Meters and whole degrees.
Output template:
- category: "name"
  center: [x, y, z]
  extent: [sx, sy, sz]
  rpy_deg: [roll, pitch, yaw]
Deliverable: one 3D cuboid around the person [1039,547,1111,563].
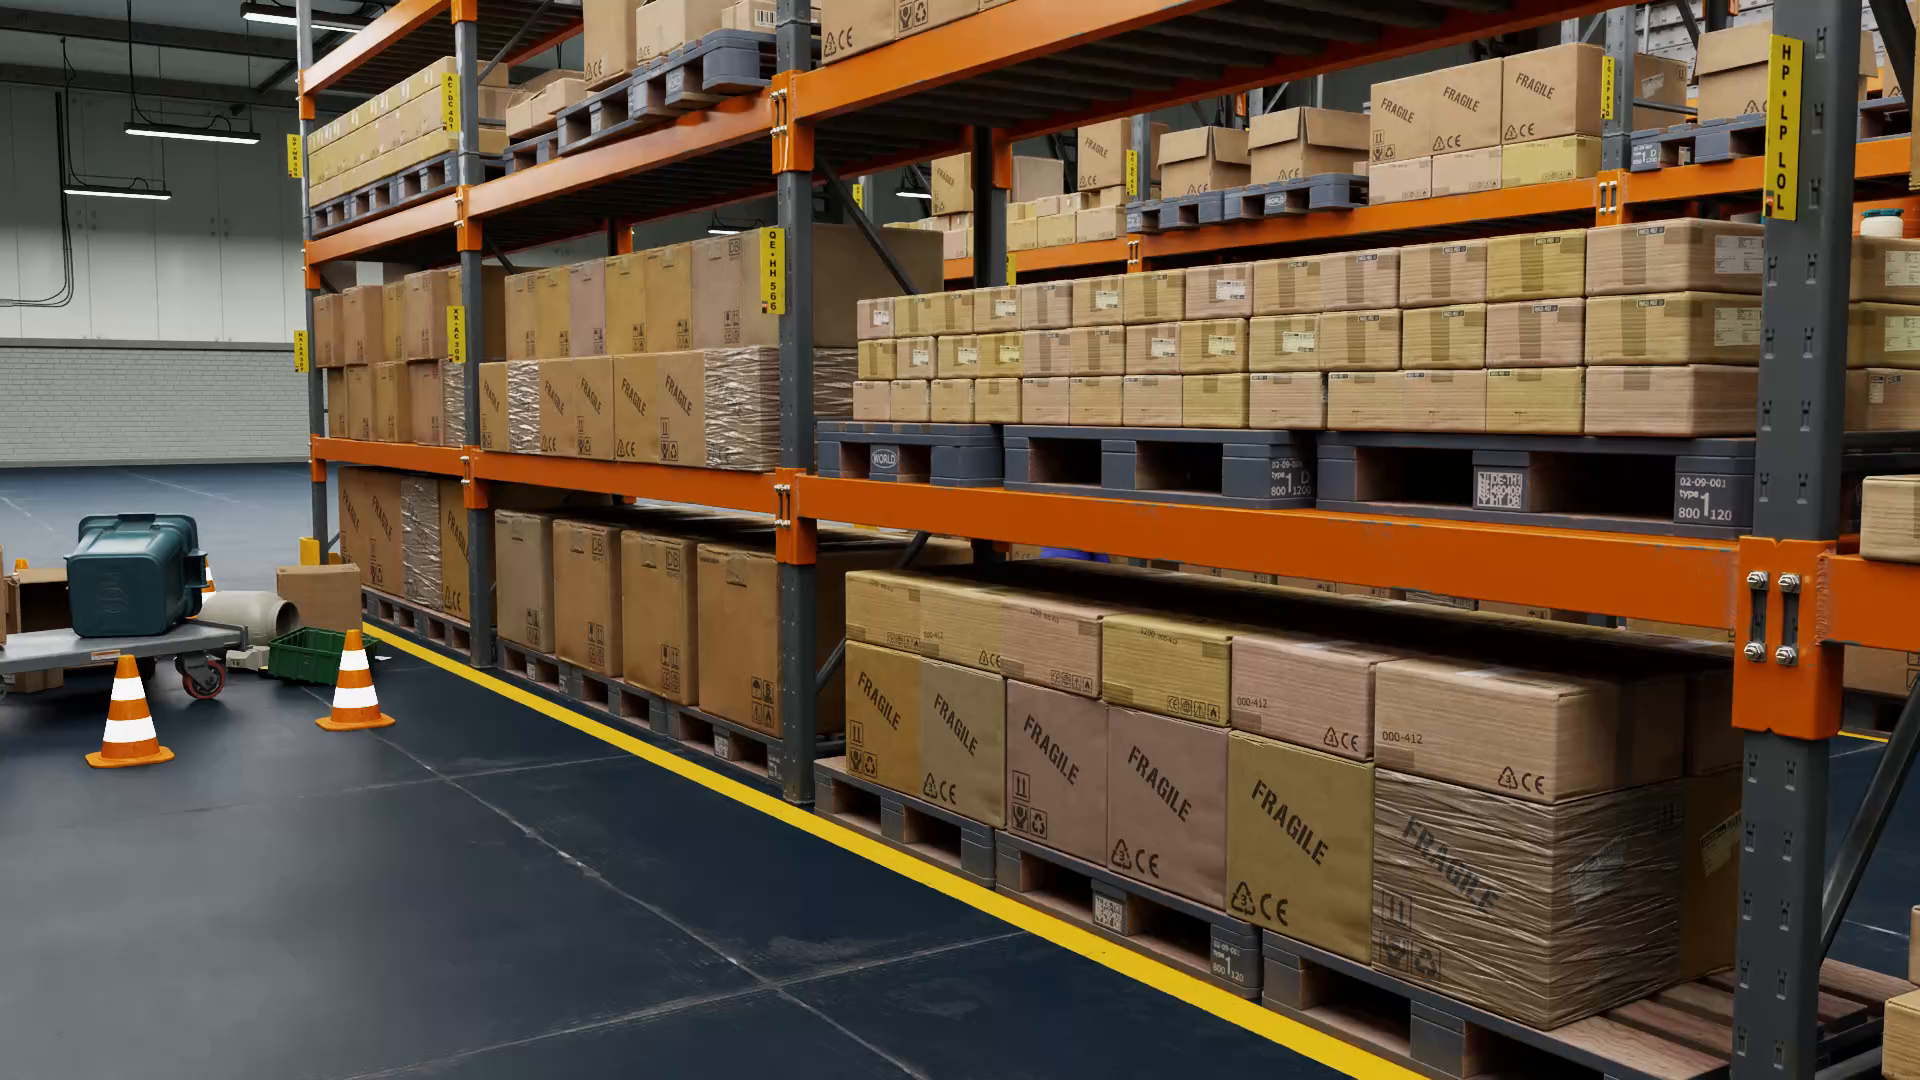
- category: "person"
  center: [0.750, 0.279, 11.048]
  extent: [0.813, 0.810, 0.480]
  rpy_deg: [-3, 6, -34]
